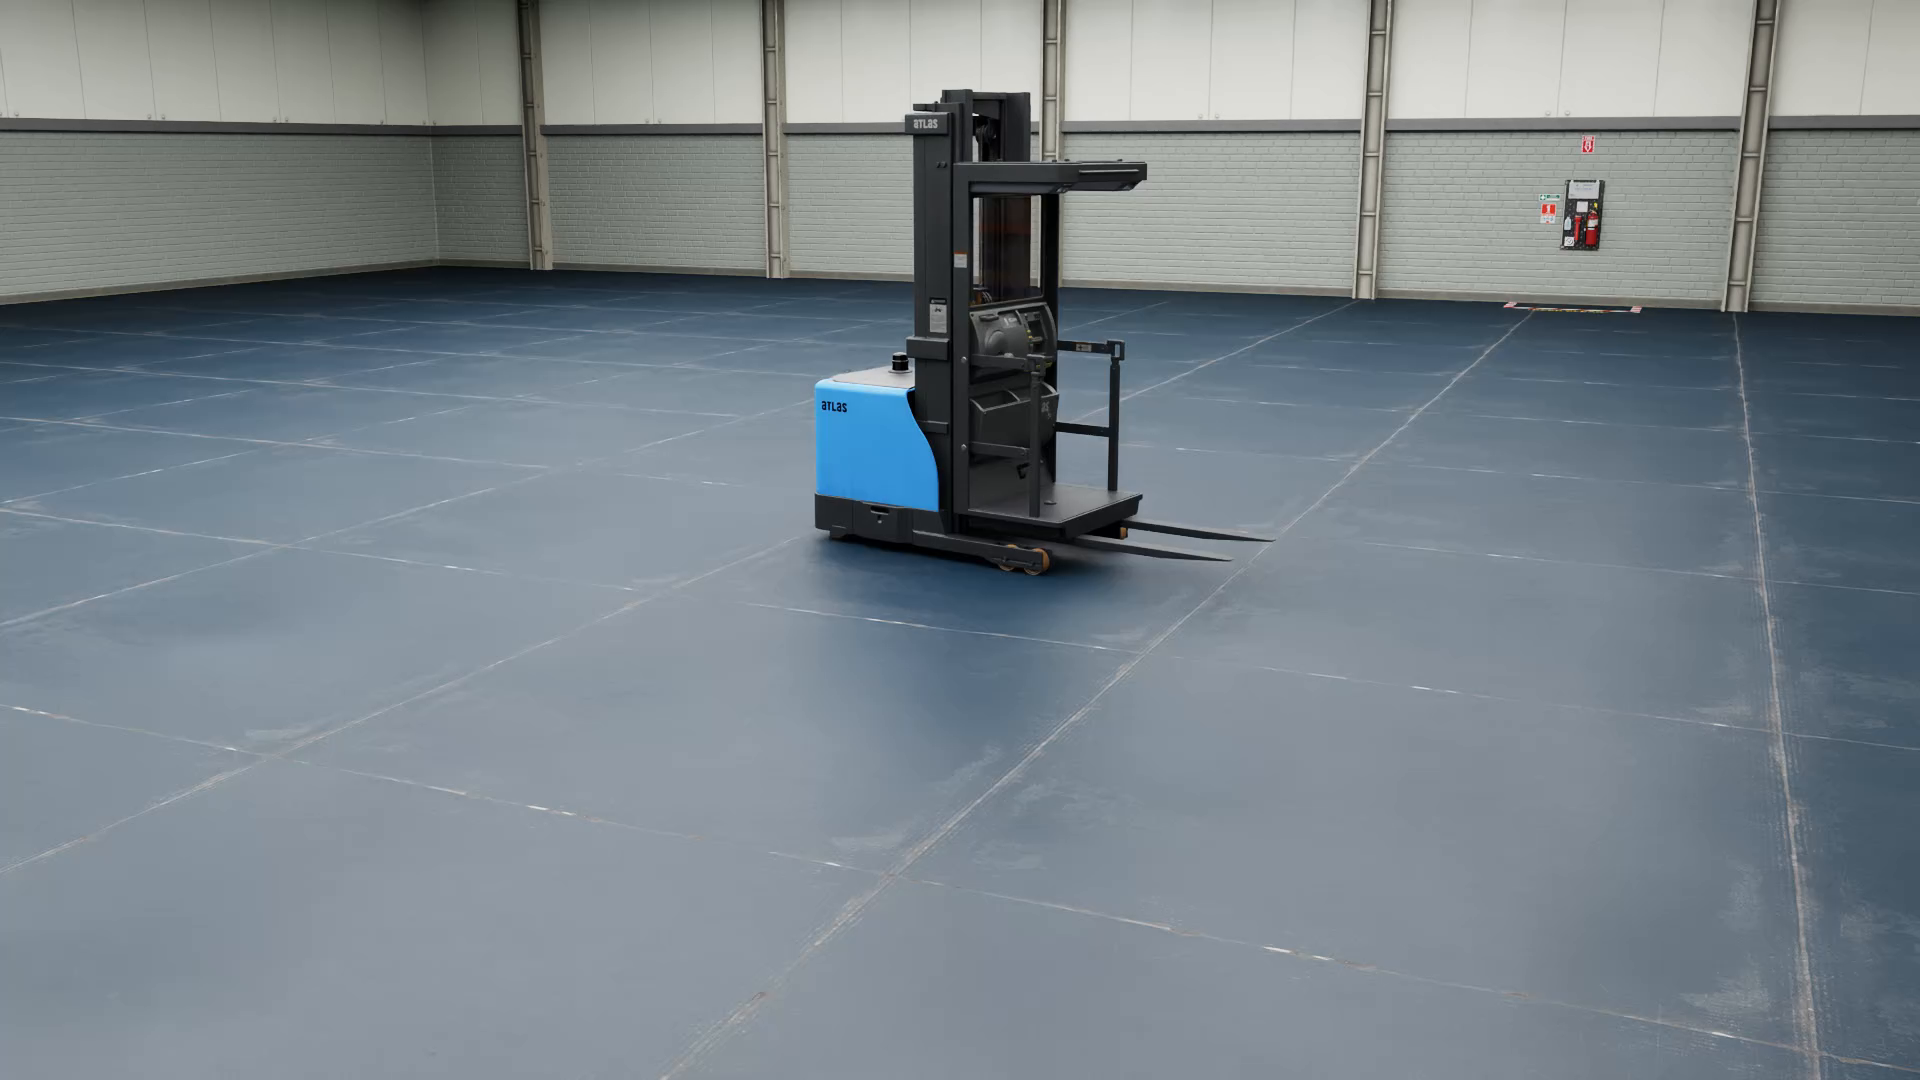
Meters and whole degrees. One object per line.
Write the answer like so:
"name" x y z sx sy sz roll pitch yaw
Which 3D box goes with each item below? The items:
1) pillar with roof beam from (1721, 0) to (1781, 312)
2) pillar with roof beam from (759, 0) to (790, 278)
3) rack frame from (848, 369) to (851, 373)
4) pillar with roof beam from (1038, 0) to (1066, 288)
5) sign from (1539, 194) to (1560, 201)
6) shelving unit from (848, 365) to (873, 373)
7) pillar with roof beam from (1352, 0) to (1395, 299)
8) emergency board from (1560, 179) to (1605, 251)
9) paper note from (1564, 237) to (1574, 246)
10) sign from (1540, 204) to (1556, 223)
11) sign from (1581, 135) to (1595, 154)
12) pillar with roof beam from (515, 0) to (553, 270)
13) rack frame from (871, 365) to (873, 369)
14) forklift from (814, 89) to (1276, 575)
"pillar with roof beam" 10.960 -7.243 22.423 0.400 9.000 9.100 6 14 23
"pillar with roof beam" -5.497 -8.908 29.521 0.400 9.000 9.100 6 14 23
"rack frame" -0.724 -0.693 11.897 0.200 1.050 0.008 12 18 37
"pillar with roof beam" -0.011 -8.353 27.155 0.400 9.000 9.100 6 14 23
"sign" 9.997 -5.804 28.184 0.331 0.109 0.001 6 14 23
"shelving unit" -0.649 -0.714 11.991 0.215 1.050 0.252 12 18 37
"pillar with roof beam" 5.475 -7.798 24.789 0.400 9.000 9.100 6 14 23
"emergency board" 10.460 -5.458 27.949 0.643 1.169 0.194 6 14 23
"paper note" 10.326 -5.060 28.181 0.142 0.148 0.016 6 14 23
"sign" 9.996 -5.548 28.255 0.234 0.329 0.001 6 14 23
"sign" 10.493 -6.608 27.776 0.199 0.298 0.001 6 14 23
"pillar with roof beam" -10.983 -9.464 31.887 0.400 9.000 9.100 6 14 23
"rack frame" -0.573 -0.736 12.084 0.200 1.050 0.008 12 18 37
"forklift" 0.519 -1.346 10.577 3.031 2.935 1.130 9 16 33
